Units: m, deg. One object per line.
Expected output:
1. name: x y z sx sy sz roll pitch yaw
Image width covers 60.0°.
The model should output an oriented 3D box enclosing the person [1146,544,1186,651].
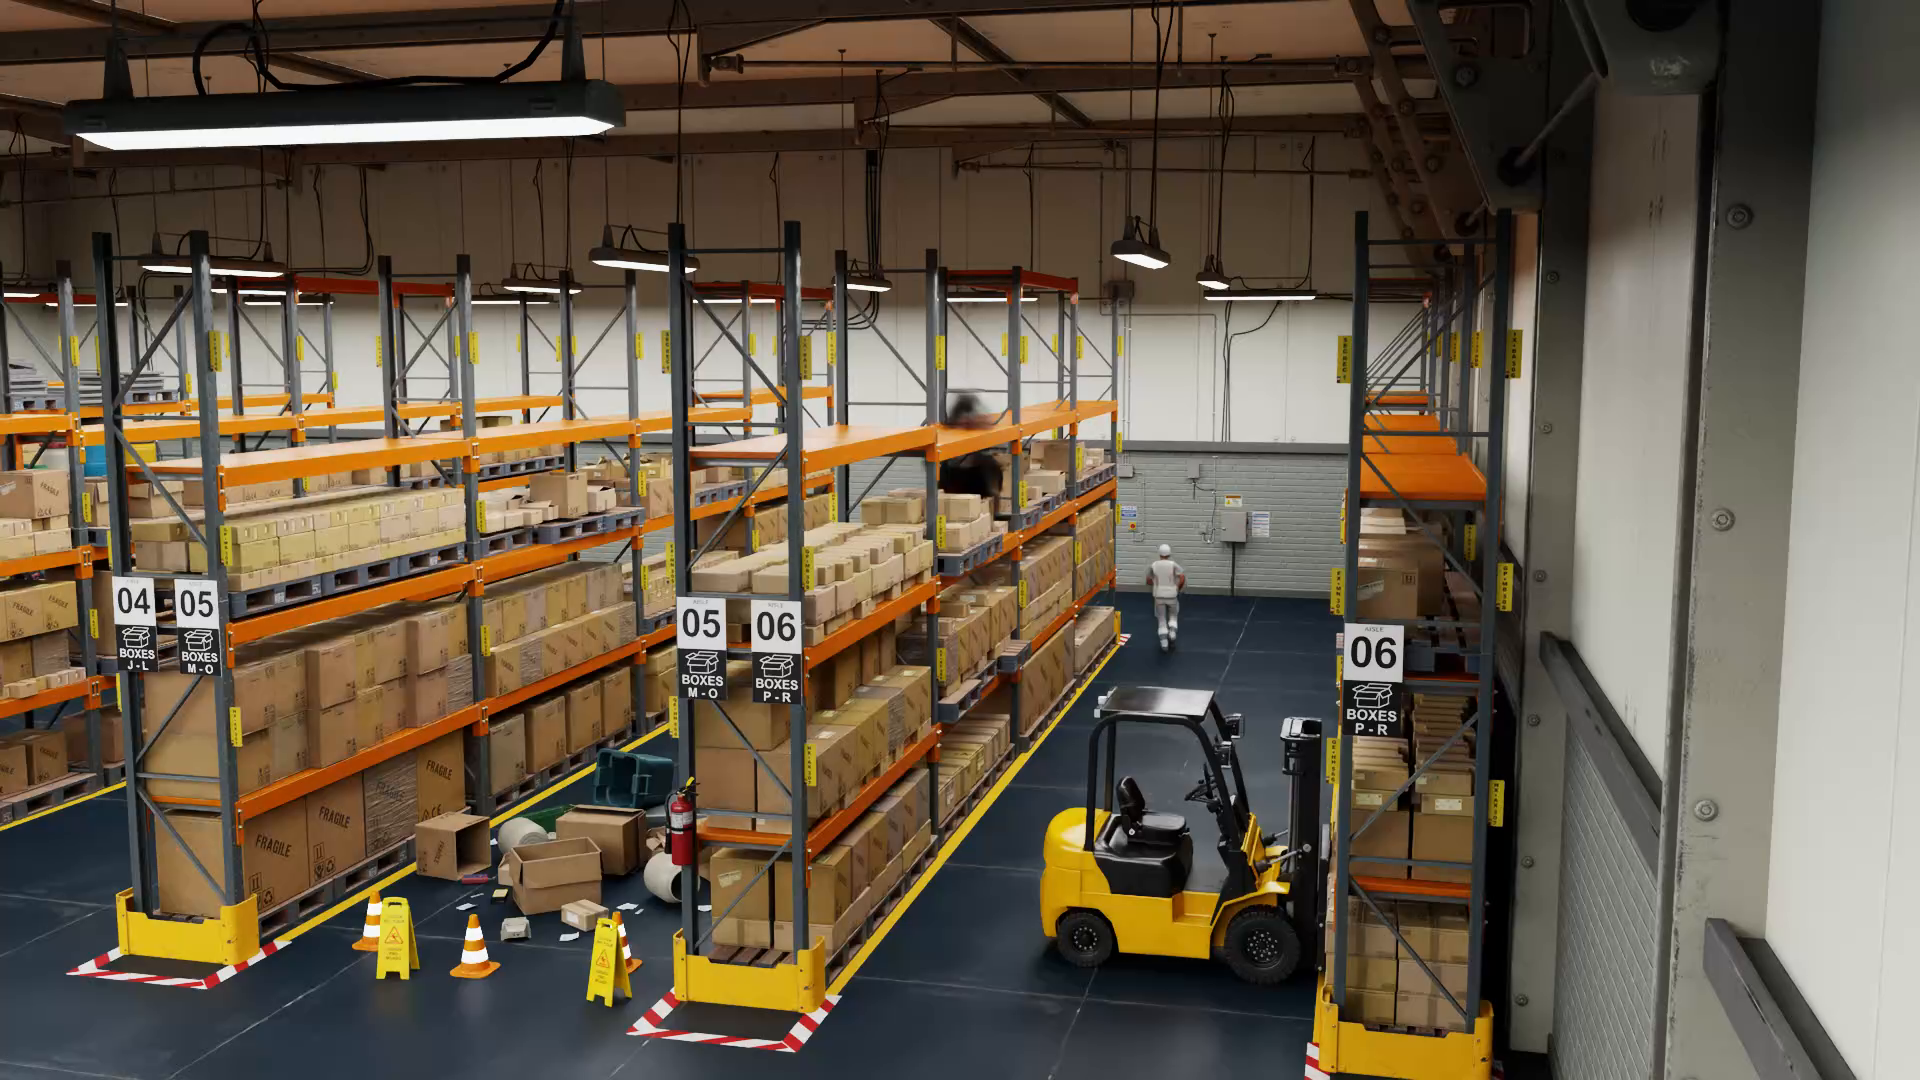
1. person: 3.399 0.948 27.469 0.651 1.786 0.664 1 7 9
